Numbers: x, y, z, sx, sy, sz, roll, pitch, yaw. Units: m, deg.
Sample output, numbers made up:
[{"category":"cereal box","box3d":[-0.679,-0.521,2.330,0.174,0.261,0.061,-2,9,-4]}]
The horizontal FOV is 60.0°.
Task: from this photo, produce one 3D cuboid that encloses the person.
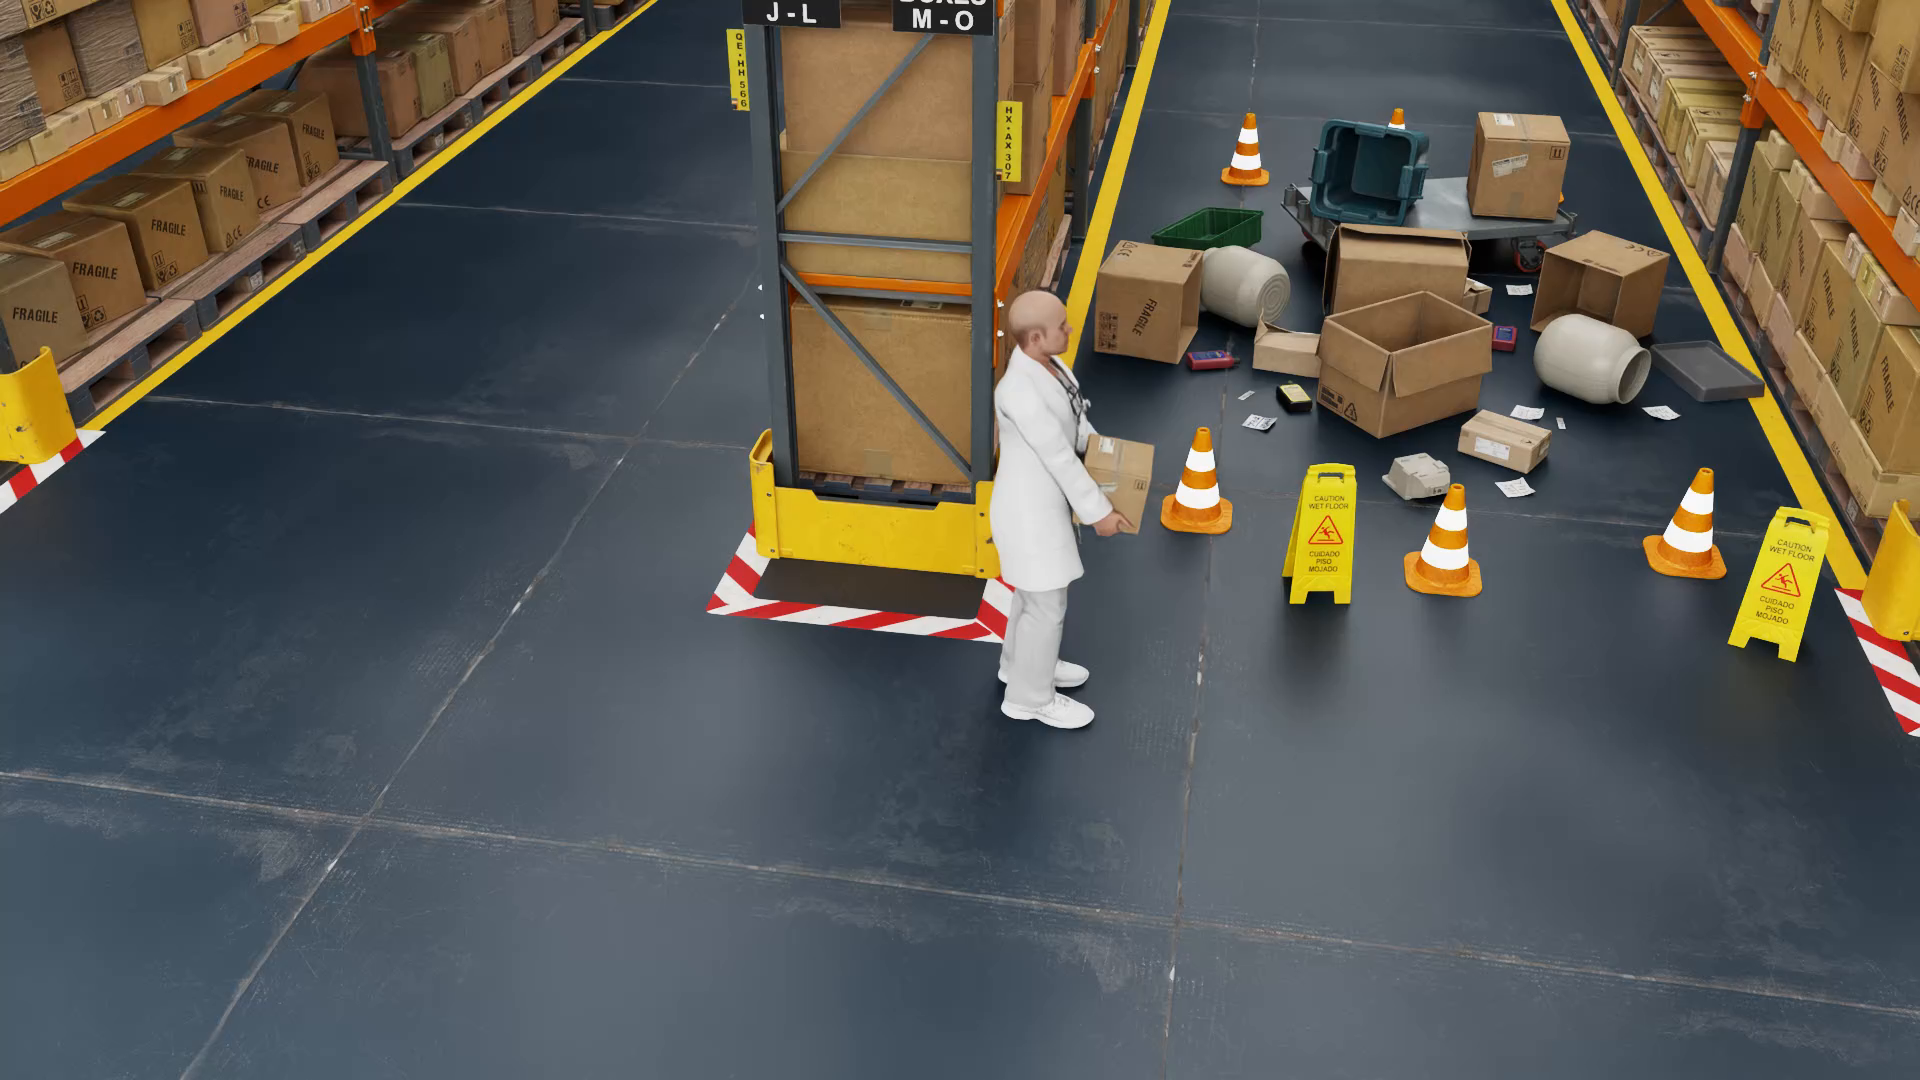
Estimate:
[{"category":"person","box3d":[0.393,-0.104,6.321,0.551,1.780,0.523,5,32,7]}]
